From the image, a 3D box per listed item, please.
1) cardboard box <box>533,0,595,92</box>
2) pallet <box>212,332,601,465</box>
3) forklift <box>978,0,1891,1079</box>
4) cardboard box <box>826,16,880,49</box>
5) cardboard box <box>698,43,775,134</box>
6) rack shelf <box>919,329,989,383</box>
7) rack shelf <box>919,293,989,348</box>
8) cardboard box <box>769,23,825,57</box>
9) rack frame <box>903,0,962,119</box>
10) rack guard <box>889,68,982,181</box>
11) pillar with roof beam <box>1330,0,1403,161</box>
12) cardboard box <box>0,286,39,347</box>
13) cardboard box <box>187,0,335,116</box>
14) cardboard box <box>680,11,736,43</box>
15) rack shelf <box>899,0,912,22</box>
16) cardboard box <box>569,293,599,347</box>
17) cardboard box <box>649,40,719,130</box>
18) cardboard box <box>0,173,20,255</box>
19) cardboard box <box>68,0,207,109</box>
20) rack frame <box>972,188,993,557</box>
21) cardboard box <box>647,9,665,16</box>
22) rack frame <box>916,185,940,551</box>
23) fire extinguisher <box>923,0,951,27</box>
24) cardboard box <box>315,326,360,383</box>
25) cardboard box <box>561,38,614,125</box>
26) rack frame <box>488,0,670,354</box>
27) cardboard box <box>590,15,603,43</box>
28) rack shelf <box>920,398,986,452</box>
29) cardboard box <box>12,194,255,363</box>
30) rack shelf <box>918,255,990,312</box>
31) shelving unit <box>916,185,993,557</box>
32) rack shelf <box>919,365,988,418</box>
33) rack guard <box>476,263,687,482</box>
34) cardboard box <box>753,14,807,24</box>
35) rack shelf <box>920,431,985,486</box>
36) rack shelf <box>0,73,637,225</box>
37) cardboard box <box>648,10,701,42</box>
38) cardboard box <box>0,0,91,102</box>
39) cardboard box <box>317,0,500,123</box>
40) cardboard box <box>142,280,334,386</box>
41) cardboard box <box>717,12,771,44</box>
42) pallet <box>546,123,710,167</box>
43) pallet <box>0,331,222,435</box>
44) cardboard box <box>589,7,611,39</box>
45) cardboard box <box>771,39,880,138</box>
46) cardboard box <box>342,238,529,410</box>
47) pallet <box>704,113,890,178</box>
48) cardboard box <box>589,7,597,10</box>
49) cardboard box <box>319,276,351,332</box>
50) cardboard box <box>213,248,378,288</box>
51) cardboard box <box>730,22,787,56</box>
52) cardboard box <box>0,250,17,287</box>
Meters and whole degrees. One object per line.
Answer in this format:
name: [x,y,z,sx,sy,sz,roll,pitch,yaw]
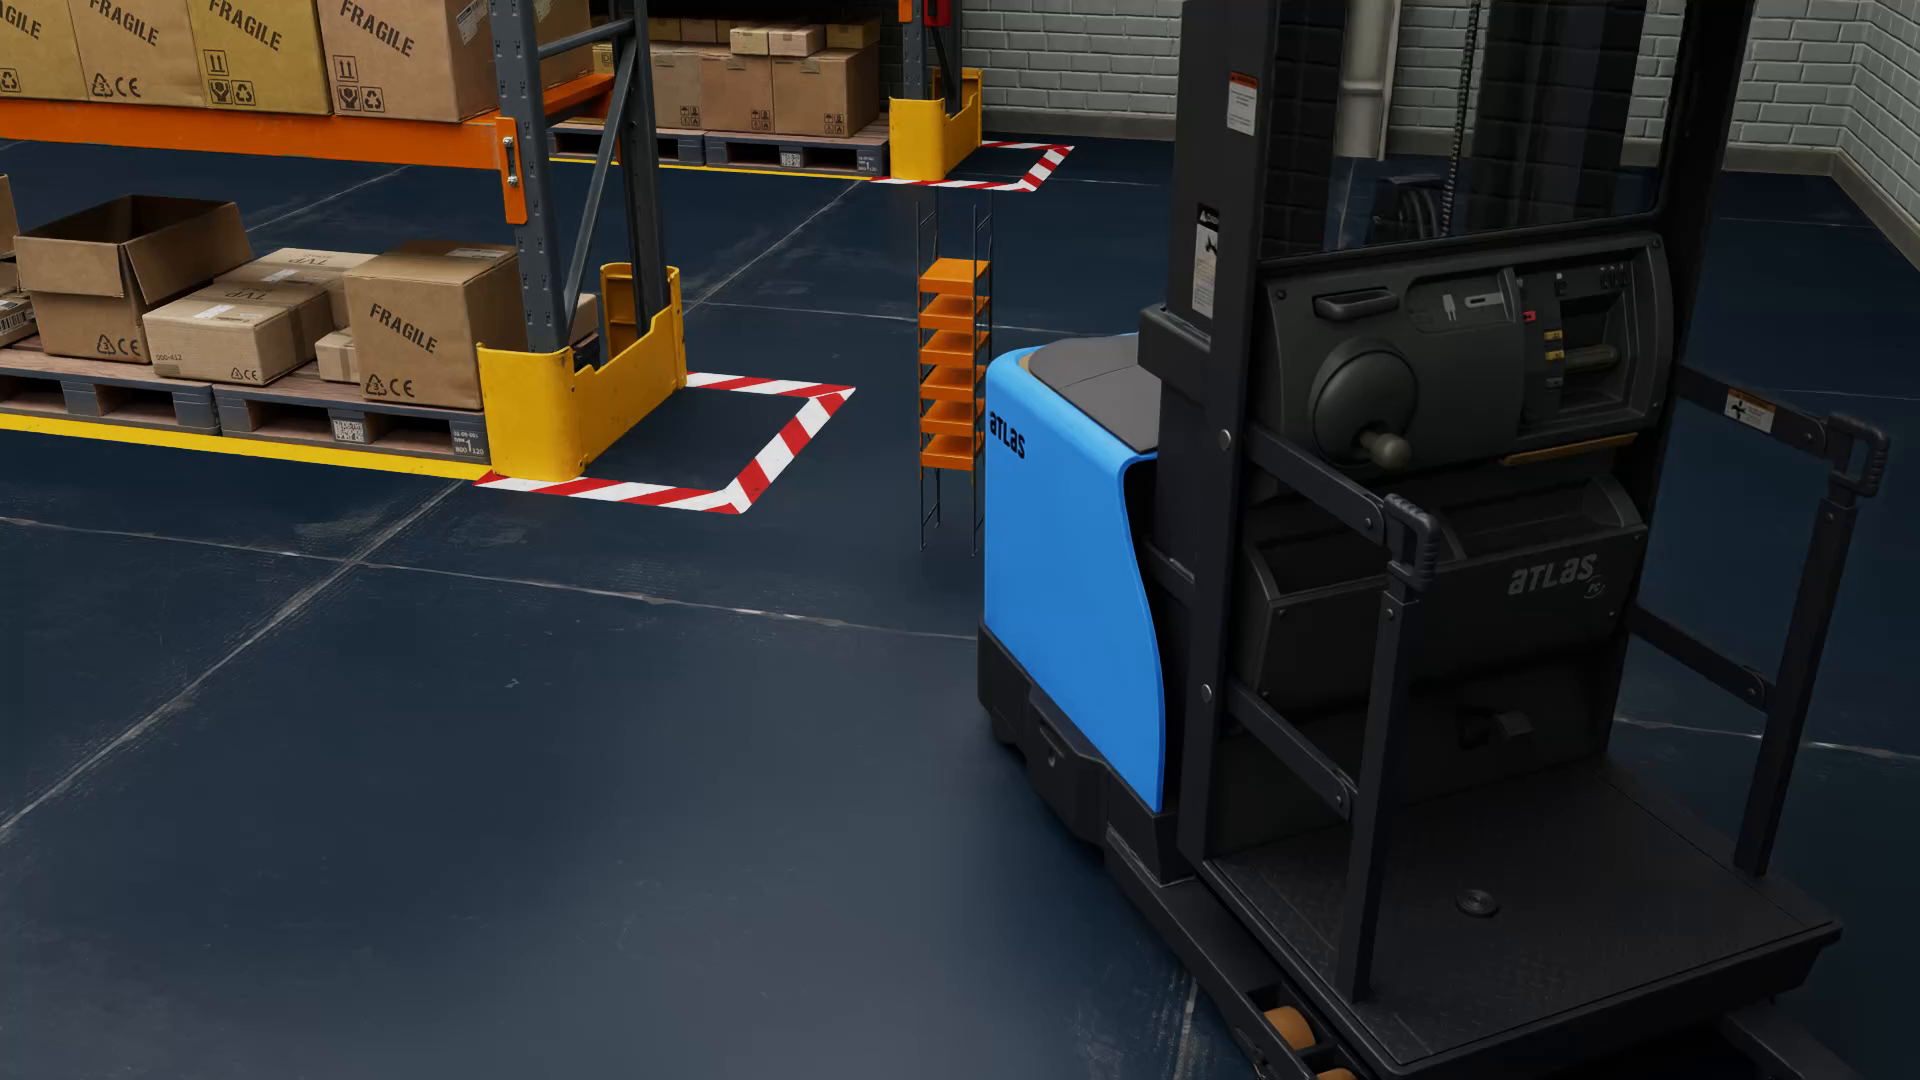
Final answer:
cardboard box: [-1.764,-2.019,6.384,0.500,0.500,0.500,7,26,14]
pallet: [-2.246,-0.650,6.871,1.213,0.211,1.003,6,26,13]
forklift: [1.086,-0.333,3.040,1.130,2.935,3.031,-10,27,-20]
cardboard box: [-0.702,-3.336,10.933,0.250,0.149,0.380,6,26,13]
cardboard box: [-1.357,-3.027,11.038,0.500,0.500,0.700,6,26,13]
rack shelf: [-0.014,-0.612,5.463,0.180,0.103,0.258,6,26,13]
rack shelf: [-0.014,-0.720,5.411,0.180,0.103,0.258,6,26,13]
cardboard box: [-1.042,-3.204,10.655,0.250,0.149,0.380,6,26,12]
rack frame: [-0.170,-3.879,10.408,0.127,3.000,1.000,6,26,13]
rack guard: [-0.146,-2.748,10.940,0.348,0.500,1.175,6,26,13]
pillar with roof beam: [1.589,-4.867,5.503,0.400,9.000,9.100,6,26,13]
cardboard box: [-4.081,-0.941,7.020,0.250,0.166,0.380,6,26,13]
cardboard box: [-2.405,-1.850,6.030,0.500,0.500,0.500,7,26,13]
cardboard box: [-1.681,-3.444,11.159,0.250,0.149,0.380,7,26,14]
rack shelf: [-2.107,-3.768,11.013,4.000,0.370,1.077,6,26,13]
cardboard box: [-1.720,-0.916,6.989,0.250,0.149,0.380,6,26,13]
cardboard box: [-1.844,-3.080,11.150,0.500,0.500,0.700,5,26,11]
cardboard box: [-4.651,-1.372,7.538,0.500,0.500,0.500,6,26,13]
cardboard box: [-2.886,-1.906,6.147,0.500,0.500,0.500,7,26,13]
rack frame: [0.075,-0.533,5.475,0.006,1.200,0.240,6,26,13]
cardboard box: [-2.175,-3.498,11.273,0.250,0.149,0.380,6,26,12]
rack frame: [-0.103,-0.553,5.516,0.006,1.200,0.240,6,26,13]
fire extinguisher: [-0.139,-3.467,10.068,0.183,0.674,0.296,6,26,13]
cardboard box: [-2.358,-0.772,6.667,0.250,0.166,0.380,6,26,13]
cardboard box: [-2.363,-3.134,11.264,0.500,0.500,0.700,7,26,14]
rack frame: [-1.400,-1.816,6.076,0.127,3.000,1.000,6,26,13]
cardboard box: [-2.553,-3.370,11.004,0.250,0.149,0.380,6,26,12]
rack shelf: [-0.014,-0.395,5.566,0.180,0.103,0.258,6,26,13]
cardboard box: [-3.453,-1.117,6.999,0.637,0.503,0.797,6,26,13]
rack shelf: [-0.014,-0.828,5.360,0.180,0.103,0.258,6,26,13]
shelving unit: [-0.014,-0.543,5.495,0.189,1.200,0.258,6,26,13]
rack shelf: [-0.014,-0.503,5.514,0.180,0.103,0.258,6,26,13]
rack guard: [-1.473,-0.696,6.630,0.348,0.500,1.175,6,26,13]
cardboard box: [-1.192,-3.390,11.046,0.250,0.149,0.380,6,26,13]
rack shelf: [-0.014,-0.286,5.618,0.180,0.103,0.258,6,26,13]
rack shelf: [-3.337,-1.706,6.680,4.000,0.370,1.077,6,26,13]
cardboard box: [-1.930,-3.471,11.216,0.250,0.149,0.380,7,26,14]
cardboard box: [-3.374,-1.960,6.261,0.500,0.500,0.500,6,26,12]
cardboard box: [-1.901,-1.796,5.917,0.500,0.500,0.500,7,26,15]
cardboard box: [-2.900,-0.843,6.719,0.500,0.250,0.500,6,26,13]
cardboard box: [-1.435,-3.417,11.102,0.250,0.149,0.380,7,26,13]
pallet: [-2.141,-2.804,11.395,1.213,0.211,1.003,6,26,13]
pallet: [-3.424,-0.782,7.147,1.213,0.211,1.003,6,26,13]
cardboard box: [-2.425,-3.526,11.331,0.250,0.149,0.380,7,26,14]
cardboard box: [-0.873,-2.973,10.925,0.500,0.500,0.700,6,26,13]
cardboard box: [-1.988,-0.842,6.425,0.500,0.500,0.500,6,26,13]
pallet: [-0.964,-2.673,11.119,1.213,0.211,1.003,6,26,13]
cardboard box: [-2.670,-3.553,11.388,0.250,0.149,0.380,5,26,11]
cardboard box: [-2.340,-1.003,7.055,0.500,0.250,0.500,6,26,13]
cardboard box: [-2.824,-1.057,7.167,0.500,0.250,0.500,6,26,13]
cardboard box: [-1.290,-3.231,10.712,0.250,0.149,0.380,7,26,14]
cardboard box: [-3.925,-1.206,7.410,0.500,0.311,0.500,6,26,13]
